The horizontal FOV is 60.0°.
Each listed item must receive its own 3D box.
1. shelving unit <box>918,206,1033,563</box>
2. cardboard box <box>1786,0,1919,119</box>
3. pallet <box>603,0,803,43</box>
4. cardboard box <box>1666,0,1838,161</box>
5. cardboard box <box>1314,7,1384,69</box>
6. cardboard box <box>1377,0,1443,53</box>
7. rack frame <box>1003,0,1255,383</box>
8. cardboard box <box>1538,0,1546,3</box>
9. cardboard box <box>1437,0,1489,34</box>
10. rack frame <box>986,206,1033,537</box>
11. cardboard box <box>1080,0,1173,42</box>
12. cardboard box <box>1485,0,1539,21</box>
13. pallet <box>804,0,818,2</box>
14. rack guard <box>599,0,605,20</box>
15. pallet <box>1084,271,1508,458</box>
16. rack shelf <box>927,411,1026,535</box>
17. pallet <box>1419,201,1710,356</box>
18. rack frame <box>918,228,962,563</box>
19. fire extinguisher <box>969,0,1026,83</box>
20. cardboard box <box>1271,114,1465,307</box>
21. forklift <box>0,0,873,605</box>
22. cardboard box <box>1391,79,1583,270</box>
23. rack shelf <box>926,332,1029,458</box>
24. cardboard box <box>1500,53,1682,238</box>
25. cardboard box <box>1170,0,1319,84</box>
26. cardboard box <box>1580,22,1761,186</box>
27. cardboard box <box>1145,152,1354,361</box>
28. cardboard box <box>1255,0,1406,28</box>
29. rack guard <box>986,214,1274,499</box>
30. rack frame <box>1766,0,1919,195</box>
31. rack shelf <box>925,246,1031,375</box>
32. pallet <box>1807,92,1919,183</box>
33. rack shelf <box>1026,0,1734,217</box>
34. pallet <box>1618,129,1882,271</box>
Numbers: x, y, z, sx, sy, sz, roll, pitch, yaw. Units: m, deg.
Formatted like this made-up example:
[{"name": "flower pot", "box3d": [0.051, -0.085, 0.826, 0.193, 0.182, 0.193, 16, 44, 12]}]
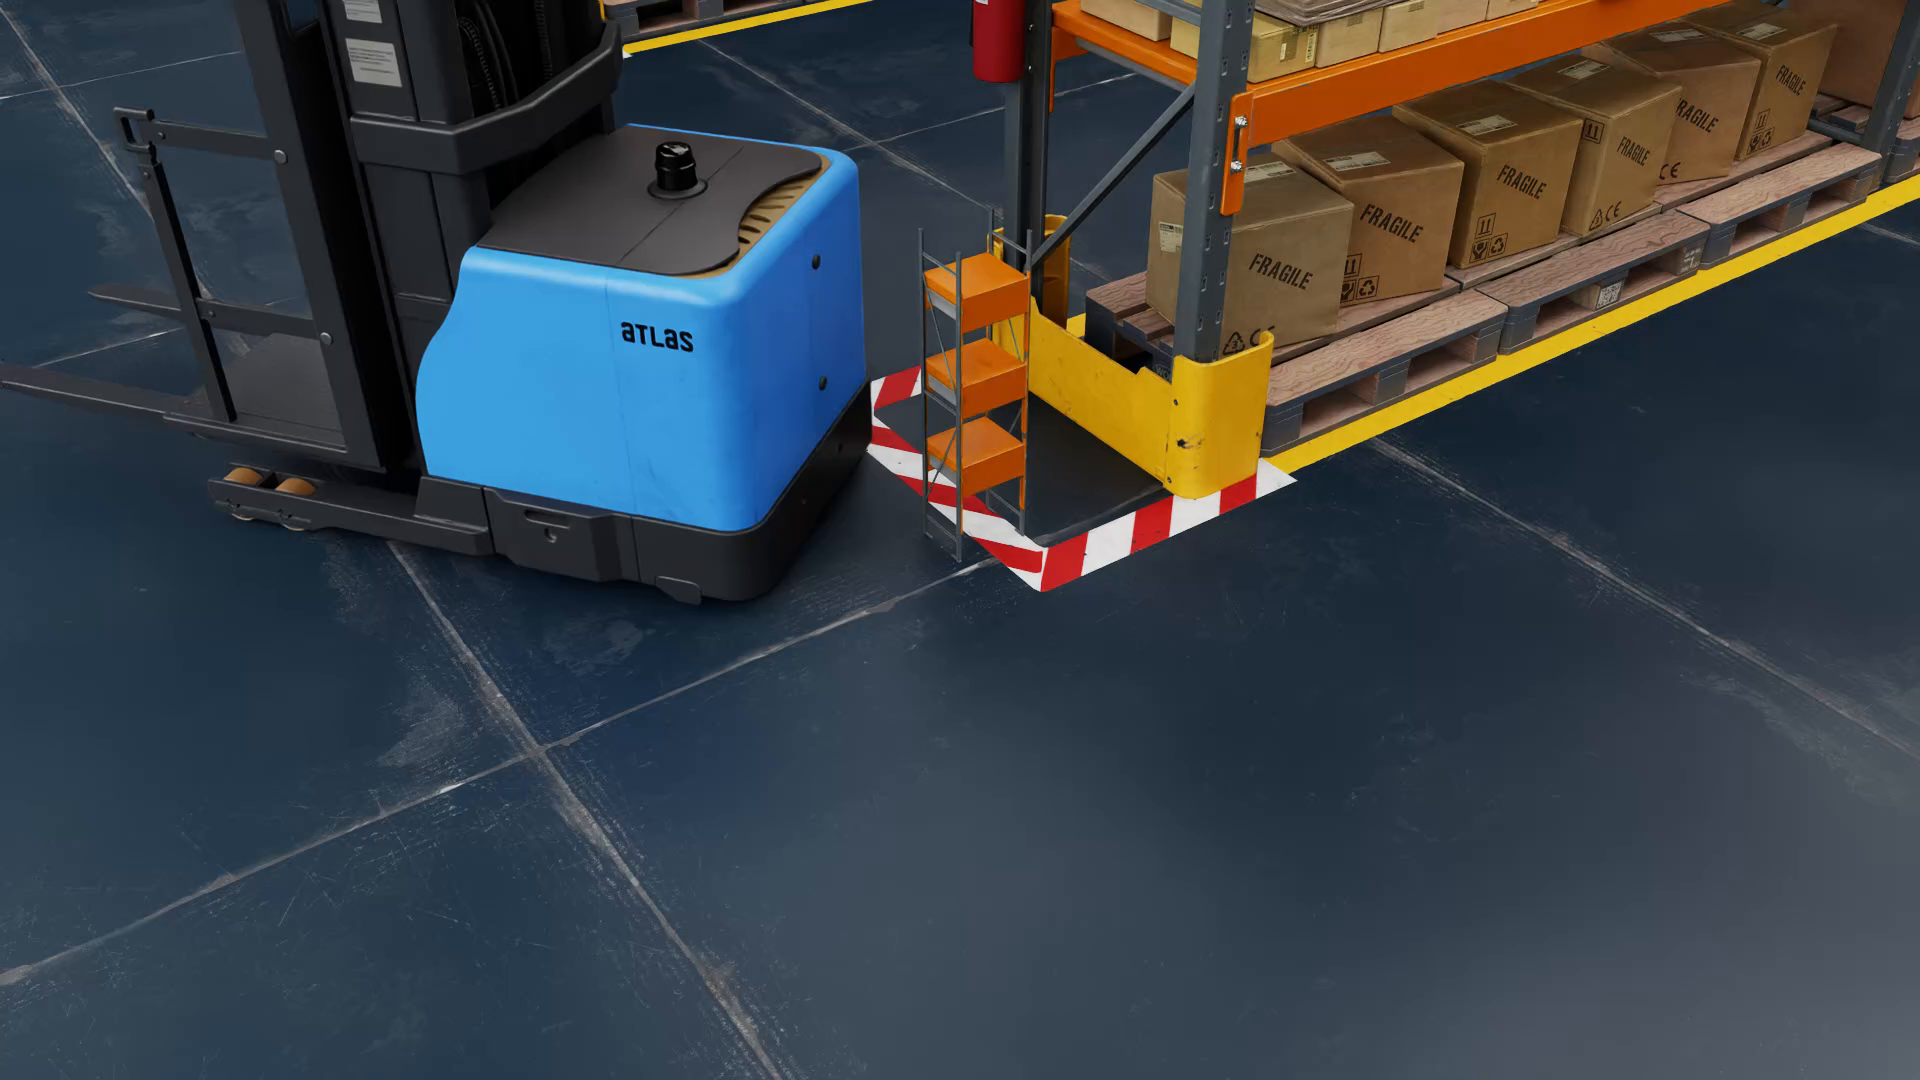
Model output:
[{"name": "shelving unit", "box3d": [0.044, -0.444, 4.968, 0.252, 1.050, 0.215, -22, 41, -28]}, {"name": "cardboard box", "box3d": [4.269, -2.352, 7.716, 0.500, 0.500, 0.700, -26, 43, -31]}, {"name": "pallet", "box3d": [-1.666, -3.197, 9.515, 1.213, 0.211, 1.003, -22, 41, -28]}, {"name": "cardboard box", "box3d": [3.405, -2.032, 7.288, 0.500, 0.500, 0.500, -24, 42, -29]}, {"name": "cardboard box", "box3d": [1.071, -1.602, 5.123, 0.250, 0.149, 0.380, -22, 41, -28]}, {"name": "cardboard box", "box3d": [1.284, -1.679, 5.230, 0.250, 0.149, 0.380, -22, 41, -28]}, {"name": "rack frame", "box3d": [0.485, -1.647, 4.971, 0.127, 3.000, 1.000, -22, 41, -28]}, {"name": "cardboard box", "box3d": [1.874, -1.950, 5.608, 0.250, 0.149, 0.380, -22, 41, -28]}, {"name": "cardboard box", "box3d": [1.476, -1.773, 5.361, 0.250, 0.149, 0.380, -22, 41, -28]}, {"name": "rack frame", "box3d": [0.143, -0.485, 5.025, 0.008, 1.050, 0.200, -22, 41, -28]}, {"name": "cardboard box", "box3d": [0.599, -1.739, 5.314, 0.250, 0.149, 0.380, -22, 41, -28]}, {"name": "cardboard box", "box3d": [1.685, -1.853, 5.473, 0.250, 0.149, 0.380, -22, 41, -28]}, {"name": "pallet", "box3d": [-0.669, -3.605, 10.082, 1.213, 0.211, 1.003, -22, 41, -28]}, {"name": "rack guard", "box3d": [-2.333, -3.044, 9.054, 0.348, 0.500, 1.175, -22, 41, -28]}, {"name": "pallet", "box3d": [1.232, -0.797, 6.177, 1.213, 0.211, 1.003, -22, 41, -28]}, {"name": "rack shelf", "box3d": [0.044, -0.210, 5.137, 0.240, 0.259, 0.215, -22, 41, -28]}, {"name": "pallet", "box3d": [2.228, -1.205, 6.744, 1.213, 0.211, 1.003, -22, 41, -28]}, {"name": "rack frame", "box3d": [-0.056, -0.403, 4.911, 0.008, 1.050, 0.200, -22, 41, -28]}, {"name": "fire extinguisher", "box3d": [0.126, -1.797, 5.245, 0.183, 0.674, 0.296, -22, 41, -28]}, {"name": "cardboard box", "box3d": [1.474, -1.222, 6.161, 0.500, 0.500, 0.500, -12, 37, -16]}, {"name": "forklift", "box3d": [-1.870, -1.499, 4.824, 3.031, 2.935, 1.130, 11, 37, 14]}, {"name": "cardboard box", "box3d": [1.997, -1.423, 6.441, 0.500, 0.500, 0.500, -18, 40, -24]}, {"name": "rack shelf", "box3d": [0.044, -0.436, 4.975, 0.240, 0.259, 0.215, -22, 41, -28]}, {"name": "cardboard box", "box3d": [2.479, -1.590, 6.673, 0.500, 0.500, 0.500, -26, 43, -32]}, {"name": "cardboard box", "box3d": [0.856, -1.527, 5.019, 0.250, 0.149, 0.380, -22, 41, -28]}, {"name": "cardboard box", "box3d": [2.941, -1.836, 7.015, 0.500, 0.500, 0.500, -10, 37, -14]}, {"name": "cardboard box", "box3d": [1.005, -1.004, 5.859, 0.500, 0.500, 0.500, -15, 38, -20]}, {"name": "cardboard box", "box3d": [0.951, -1.980, 5.094, 0.500, 0.500, 0.875, -22, 41, -28]}, {"name": "rack guard", "box3d": [0.548, -0.657, 5.736, 0.348, 0.500, 1.175, -22, 41, -28]}, {"name": "rack frame", "box3d": [3.755, -2.992, 6.841, 0.127, 3.000, 1.000, -22, 41, -28]}, {"name": "rack shelf", "box3d": [0.044, -0.666, 4.809, 0.240, 0.259, 0.215, -22, 41, -28]}, {"name": "pallet", "box3d": [4.391, -2.123, 8.021, 1.213, 0.211, 1.003, -22, 41, -28]}, {"name": "rack shelf", "box3d": [2.120, -2.027, 6.116, 4.000, 0.370, 1.077, -22, 41, -28]}, {"name": "pallet", "box3d": [3.226, -1.617, 7.318, 1.213, 0.211, 1.003, -22, 41, -28]}]
